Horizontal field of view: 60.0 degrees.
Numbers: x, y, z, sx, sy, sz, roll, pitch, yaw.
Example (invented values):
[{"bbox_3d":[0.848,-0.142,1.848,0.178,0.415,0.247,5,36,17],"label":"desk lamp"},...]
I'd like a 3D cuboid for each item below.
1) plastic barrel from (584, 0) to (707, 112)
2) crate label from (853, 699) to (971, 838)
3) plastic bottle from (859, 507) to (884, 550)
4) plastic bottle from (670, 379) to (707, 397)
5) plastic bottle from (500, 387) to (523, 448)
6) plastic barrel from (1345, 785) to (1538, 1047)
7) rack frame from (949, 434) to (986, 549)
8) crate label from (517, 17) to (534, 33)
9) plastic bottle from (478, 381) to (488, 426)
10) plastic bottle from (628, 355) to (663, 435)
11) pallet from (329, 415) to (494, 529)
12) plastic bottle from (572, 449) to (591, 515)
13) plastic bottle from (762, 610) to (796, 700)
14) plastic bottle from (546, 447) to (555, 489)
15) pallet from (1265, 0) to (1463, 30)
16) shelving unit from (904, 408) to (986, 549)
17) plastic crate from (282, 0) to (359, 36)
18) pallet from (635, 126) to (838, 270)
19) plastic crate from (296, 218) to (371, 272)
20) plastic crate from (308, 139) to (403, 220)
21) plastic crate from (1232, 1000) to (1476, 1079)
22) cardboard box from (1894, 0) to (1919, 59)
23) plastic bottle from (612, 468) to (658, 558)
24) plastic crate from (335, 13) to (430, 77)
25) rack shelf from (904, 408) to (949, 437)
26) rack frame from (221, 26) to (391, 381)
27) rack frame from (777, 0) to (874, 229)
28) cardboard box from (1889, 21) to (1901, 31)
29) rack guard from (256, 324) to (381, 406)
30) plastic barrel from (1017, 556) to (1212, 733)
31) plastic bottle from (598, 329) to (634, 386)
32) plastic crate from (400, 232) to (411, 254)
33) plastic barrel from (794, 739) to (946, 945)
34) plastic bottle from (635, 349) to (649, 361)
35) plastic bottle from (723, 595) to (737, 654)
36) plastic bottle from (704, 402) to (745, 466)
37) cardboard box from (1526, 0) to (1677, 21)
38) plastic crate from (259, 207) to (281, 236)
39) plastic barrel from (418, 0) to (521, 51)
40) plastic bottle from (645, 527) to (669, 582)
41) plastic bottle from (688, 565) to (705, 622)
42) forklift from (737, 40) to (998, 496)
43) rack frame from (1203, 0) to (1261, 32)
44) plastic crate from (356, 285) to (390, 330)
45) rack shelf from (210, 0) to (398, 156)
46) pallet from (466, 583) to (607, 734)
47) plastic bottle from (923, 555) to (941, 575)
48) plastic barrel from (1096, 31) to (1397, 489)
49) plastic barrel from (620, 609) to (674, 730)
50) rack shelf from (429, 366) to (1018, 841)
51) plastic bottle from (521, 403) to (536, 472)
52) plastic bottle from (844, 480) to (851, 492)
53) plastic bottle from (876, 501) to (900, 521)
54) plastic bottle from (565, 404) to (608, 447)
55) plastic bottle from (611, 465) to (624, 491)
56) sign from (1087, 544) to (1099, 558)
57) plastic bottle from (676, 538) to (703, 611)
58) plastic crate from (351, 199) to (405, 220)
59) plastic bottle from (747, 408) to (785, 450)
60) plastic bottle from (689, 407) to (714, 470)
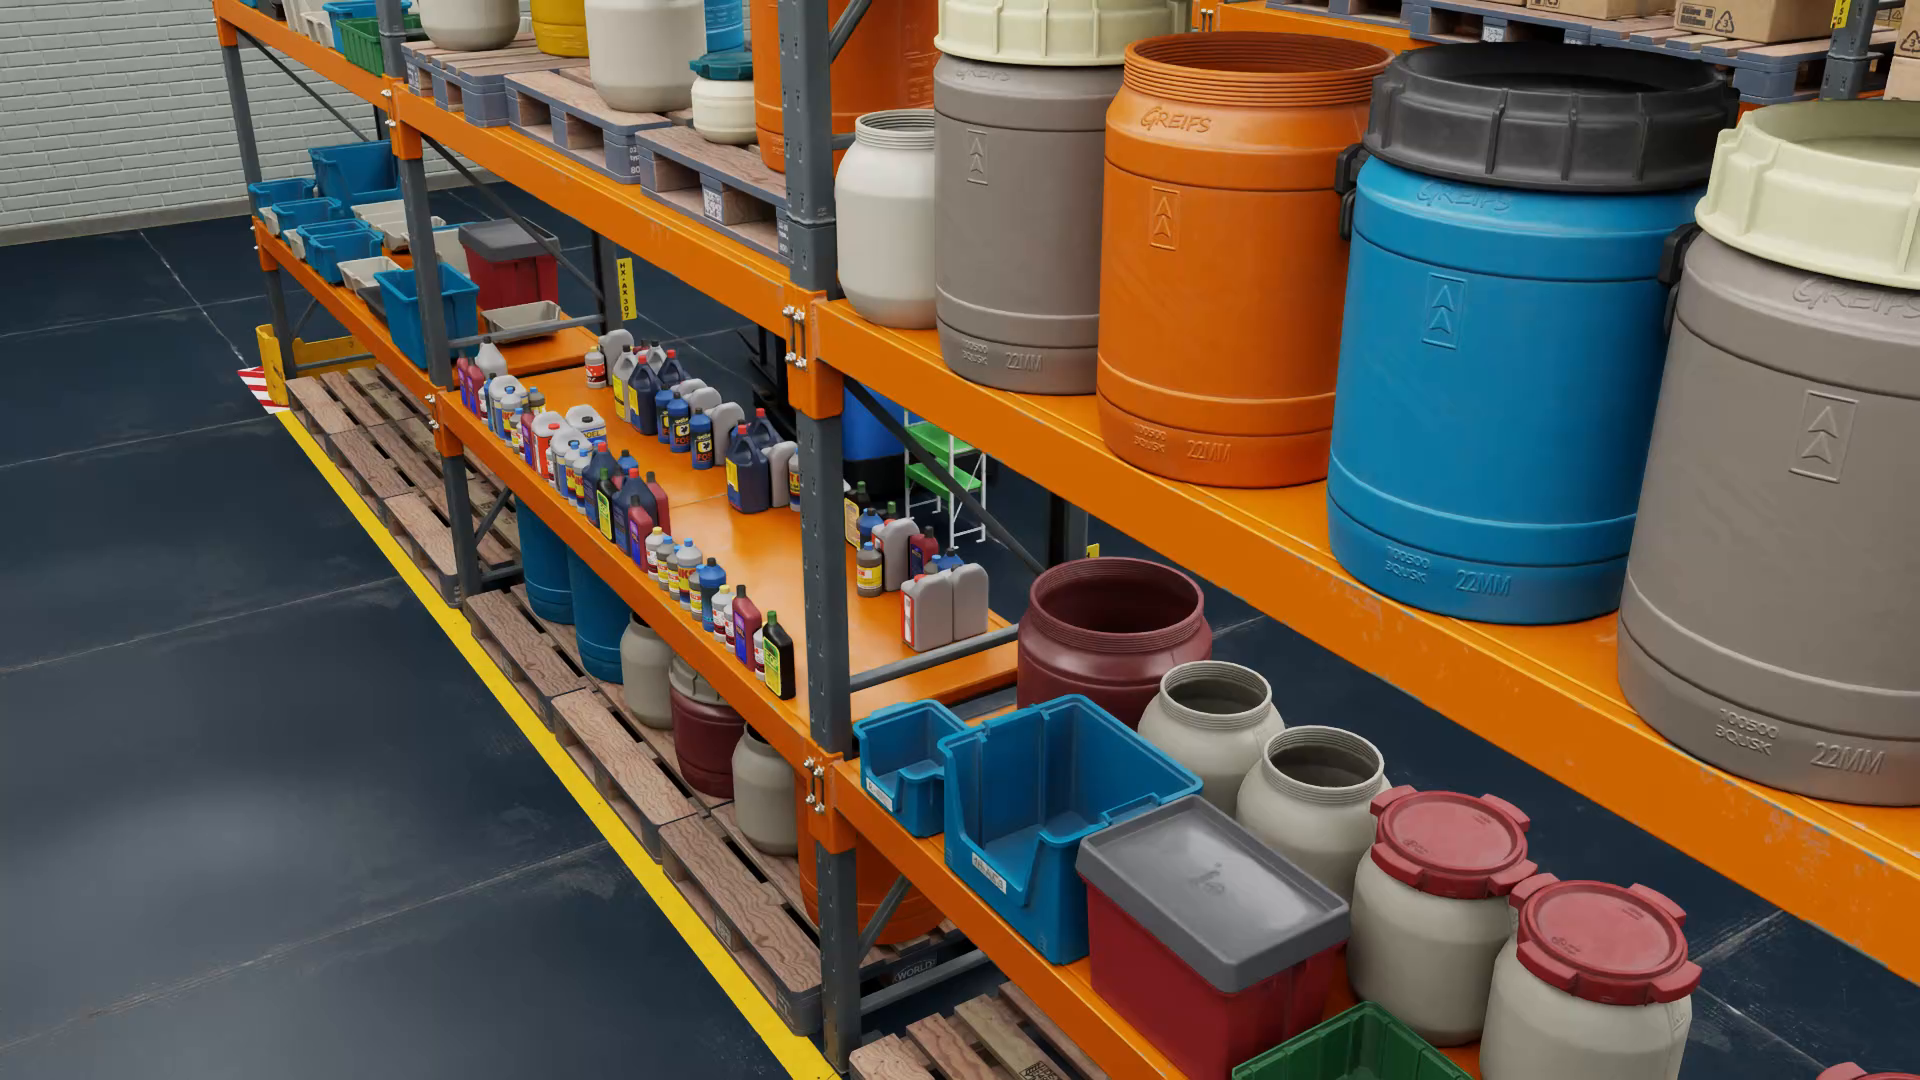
[{"bbox_3d":[-1.122,-1.831,5.951,0.433,0.535,0.433,0,25,0],"label":"plastic barrel"},{"bbox_3d":[-0.112,0.689,4.973,0.303,0.233,0.416,-16,29,-30],"label":"crate label"},{"bbox_3d":[-0.337,0.004,6.378,0.097,0.271,0.097,0,25,0],"label":"plastic bottle"},{"bbox_3d":[-1.251,-0.623,7.700,0.152,0.276,0.135,-16,29,-30],"label":"plastic bottle"},{"bbox_3d":[-2.038,-0.564,7.582,0.097,0.271,0.097,0,25,0],"label":"plastic bottle"},{"bbox_3d":[1.180,0.934,4.098,0.433,0.535,0.433,0,25,0],"label":"plastic barrel"},{"bbox_3d":[0.043,-0.515,9.434,0.240,1.200,0.015,-16,29,-30],"label":"rack frame"},{"bbox_3d":[-2.237,-2.535,8.401,0.293,0.136,0.466,-16,29,-30],"label":"crate label"},{"bbox_3d":[-2.218,-0.650,7.846,0.097,0.201,0.097,0,25,0],"label":"plastic bottle"},{"bbox_3d":[-1.456,-0.681,7.736,0.144,0.351,0.185,-16,29,-30],"label":"plastic bottle"},{"bbox_3d":[-3.316,-0.485,10.530,1.003,0.211,1.213,-16,29,-30],"label":"pallet"},{"bbox_3d":[-1.553,-0.246,6.908,0.097,0.271,0.097,0,25,0],"label":"plastic bottle"},{"bbox_3d":[-0.606,0.383,5.562,0.061,0.283,0.133,-16,29,-30],"label":"plastic bottle"},{"bbox_3d":[-1.732,-0.332,7.172,0.097,0.201,0.097,0,25,0],"label":"plastic bottle"},{"bbox_3d":[2.480,-3.163,9.647,0.805,0.209,1.217,-17,30,-32],"label":"pallet"},{"bbox_3d":[-0.090,-0.602,9.619,0.258,1.200,0.503,-16,29,-30],"label":"shelving unit"},{"bbox_3d":[-3.444,-2.924,9.056,0.437,0.282,0.530,-16,29,-30],"label":"plastic crate"},{"bbox_3d":[-0.364,-1.192,5.469,1.003,0.211,1.213,-16,29,-30],"label":"pallet"},{"bbox_3d":[-3.817,-1.801,10.178,0.416,0.233,0.300,-16,29,-30],"label":"plastic crate"},{"bbox_3d":[-4.056,-2.453,11.321,0.616,0.435,0.499,-16,29,-30],"label":"plastic crate"},{"bbox_3d":[0.968,1.345,3.636,0.450,0.188,0.662,-16,29,-30],"label":"plastic crate"},{"bbox_3d":[4.163,-2.179,6.635,0.500,0.500,0.500,-15,29,-29],"label":"cardboard box"},{"bbox_3d":[-1.282,-0.123,6.555,0.144,0.351,0.185,-16,29,-30],"label":"plastic bottle"},{"bbox_3d":[-2.696,-2.397,8.048,0.450,0.188,0.662,-16,29,-30],"label":"plastic crate"},{"bbox_3d":[-0.090,-0.761,9.544,0.258,0.148,0.480,-16,29,-30],"label":"rack shelf"},{"bbox_3d":[-4.395,-2.486,11.502,1.000,3.000,0.127,-16,29,-30],"label":"rack frame"},{"bbox_3d":[-0.028,-2.338,4.160,1.000,3.000,0.127,-16,29,-30],"label":"rack frame"},{"bbox_3d":[9.489,-4.853,16.400,0.500,0.500,0.500,-16,30,-31],"label":"cardboard box"},{"bbox_3d":[-4.419,-1.361,12.048,1.175,0.500,0.348,-16,29,-30],"label":"rack guard"},{"bbox_3d":[0.479,0.409,5.210,0.600,0.536,0.708,-16,29,-30],"label":"plastic barrel"},{"bbox_3d":[-1.726,-0.934,8.359,0.152,0.276,0.135,-16,29,-30],"label":"plastic bottle"},{"bbox_3d":[-3.303,-1.842,10.377,0.298,0.136,0.250,-16,29,-30],"label":"plastic crate"},{"bbox_3d":[-0.309,0.996,6.177,0.600,0.830,0.708,-16,29,-30],"label":"plastic barrel"},{"bbox_3d":[-1.526,-0.803,8.082,0.152,0.276,0.135,-16,29,-30],"label":"plastic bottle"},{"bbox_3d":[-0.780,0.292,5.851,0.097,0.201,0.097,0,25,0],"label":"plastic bottle"},{"bbox_3d":[-1.051,-0.491,7.423,0.152,0.276,0.135,-16,29,-30],"label":"plastic bottle"},{"bbox_3d":[3.184,-2.860,8.172,0.500,0.500,0.500,-14,29,-27],"label":"cardboard box"},{"bbox_3d":[-4.430,-2.095,10.912,0.250,0.136,0.298,-16,29,-30],"label":"plastic crate"},{"bbox_3d":[-2.134,-2.416,7.190,0.433,0.535,0.433,0,25,0],"label":"plastic barrel"},{"bbox_3d":[-1.152,0.048,6.367,0.097,0.201,0.097,0,25,0],"label":"plastic bottle"},{"bbox_3d":[-0.939,0.187,6.072,0.097,0.201,0.097,0,25,0],"label":"plastic bottle"},{"bbox_3d":[-0.794,-2.187,10.949,1.130,2.935,3.031,-10,27,-20],"label":"forklift"},{"bbox_3d":[1.938,-2.210,10.917,1.000,3.000,0.127,-16,29,-30],"label":"rack frame"},{"bbox_3d":[-3.048,-1.296,9.233,0.437,0.125,0.590,-16,29,-30],"label":"plastic crate"},{"bbox_3d":[-3.303,-2.802,9.500,1.077,0.370,4.000,-16,29,-30],"label":"rack shelf"},{"bbox_3d":[-1.825,0.491,8.462,1.003,0.211,1.213,-16,29,-30],"label":"pallet"},{"bbox_3d":[-0.087,0.152,6.146,0.097,0.201,0.097,0,25,0],"label":"plastic bottle"},{"bbox_3d":[0.596,-0.597,3.484,0.600,0.830,0.708,-16,29,-30],"label":"plastic barrel"},{"bbox_3d":[-1.309,0.554,7.484,0.421,0.512,0.421,0,25,0],"label":"plastic barrel"},{"bbox_3d":[-1.120,-0.015,7.110,1.077,0.370,4.000,-16,29,-30],"label":"rack shelf"},{"bbox_3d":[-1.884,-0.454,7.335,0.061,0.283,0.133,-16,29,-30],"label":"plastic bottle"},{"bbox_3d":[-0.485,-0.140,6.684,0.097,0.271,0.097,0,25,0],"label":"plastic bottle"},{"bbox_3d":[-0.281,-0.026,6.428,0.061,0.283,0.133,-16,29,-30],"label":"plastic bottle"},{"bbox_3d":[-1.645,-0.449,7.333,0.152,0.276,0.135,-16,29,-30],"label":"plastic bottle"},{"bbox_3d":[-1.353,-0.154,6.699,0.061,0.283,0.133,-16,29,-30],"label":"plastic bottle"},{"bbox_3d":[0.429,0.171,5.683,0.100,0.325,0.005,-16,29,-30],"label":"sign"},{"bbox_3d":[-0.992,0.121,6.131,0.097,0.271,0.097,0,25,0],"label":"plastic bottle"},{"bbox_3d":[-3.798,-2.144,11.017,0.396,0.136,0.243,-16,29,-30],"label":"plastic crate"},{"bbox_3d":[-0.834,-0.387,7.113,0.144,0.351,0.185,-16,29,-30],"label":"plastic bottle"},{"bbox_3d":[-1.145,-0.454,7.348,0.097,0.271,0.097,0,25,0],"label":"plastic bottle"}]
